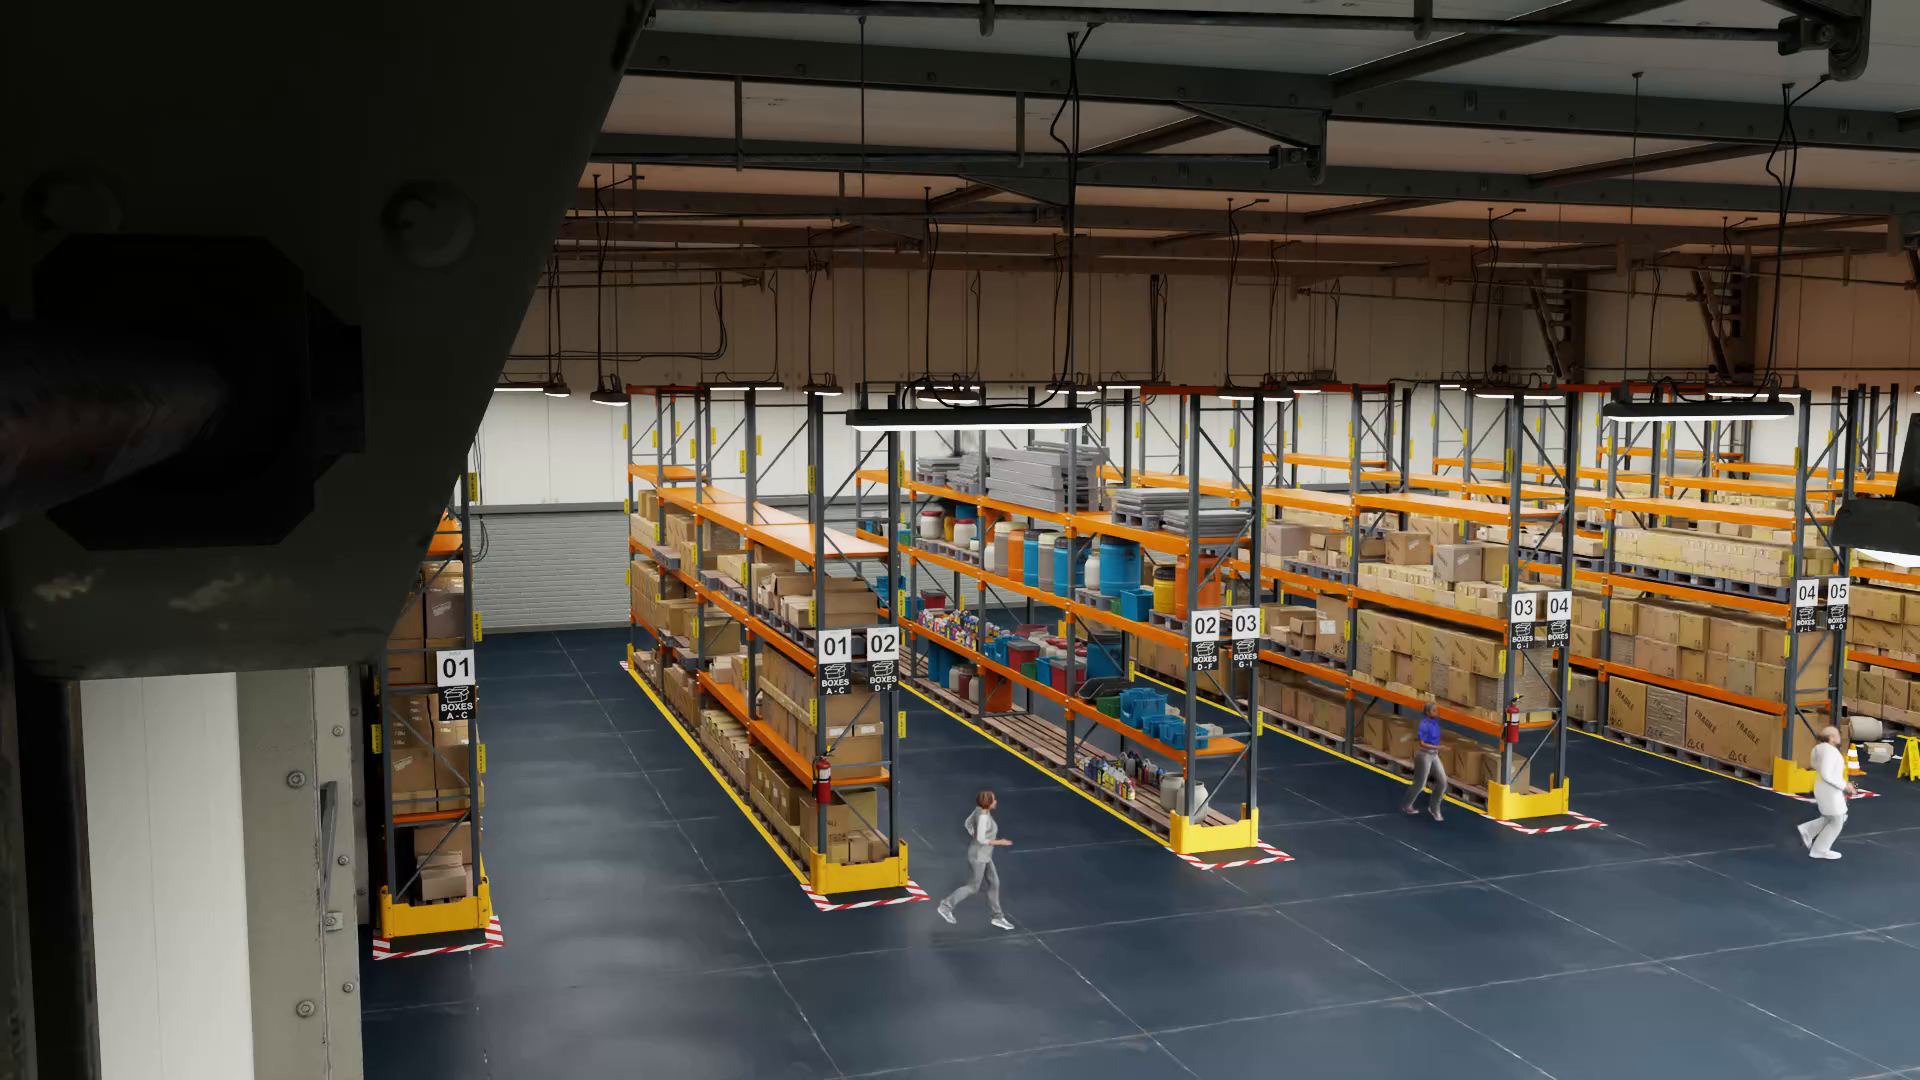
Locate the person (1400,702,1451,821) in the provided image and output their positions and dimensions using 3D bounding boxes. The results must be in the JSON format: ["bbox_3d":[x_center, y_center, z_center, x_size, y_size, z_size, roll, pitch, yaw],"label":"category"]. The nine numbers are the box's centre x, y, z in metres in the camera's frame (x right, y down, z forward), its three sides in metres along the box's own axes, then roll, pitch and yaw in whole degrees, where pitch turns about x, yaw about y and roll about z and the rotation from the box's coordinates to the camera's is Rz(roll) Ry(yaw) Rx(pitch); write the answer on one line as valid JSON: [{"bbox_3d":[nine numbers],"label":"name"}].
[{"bbox_3d":[6.575,3.130,23.361,0.731,1.721,0.595,6,8,44],"label":"person"}]

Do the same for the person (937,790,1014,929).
[{"bbox_3d":[0.179,3.604,18.758,0.868,1.604,0.518,1,6,5],"label":"person"}]

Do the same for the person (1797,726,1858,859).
[{"bbox_3d":[11.186,3.254,21.437,0.632,1.730,0.690,2,6,19],"label":"person"}]
